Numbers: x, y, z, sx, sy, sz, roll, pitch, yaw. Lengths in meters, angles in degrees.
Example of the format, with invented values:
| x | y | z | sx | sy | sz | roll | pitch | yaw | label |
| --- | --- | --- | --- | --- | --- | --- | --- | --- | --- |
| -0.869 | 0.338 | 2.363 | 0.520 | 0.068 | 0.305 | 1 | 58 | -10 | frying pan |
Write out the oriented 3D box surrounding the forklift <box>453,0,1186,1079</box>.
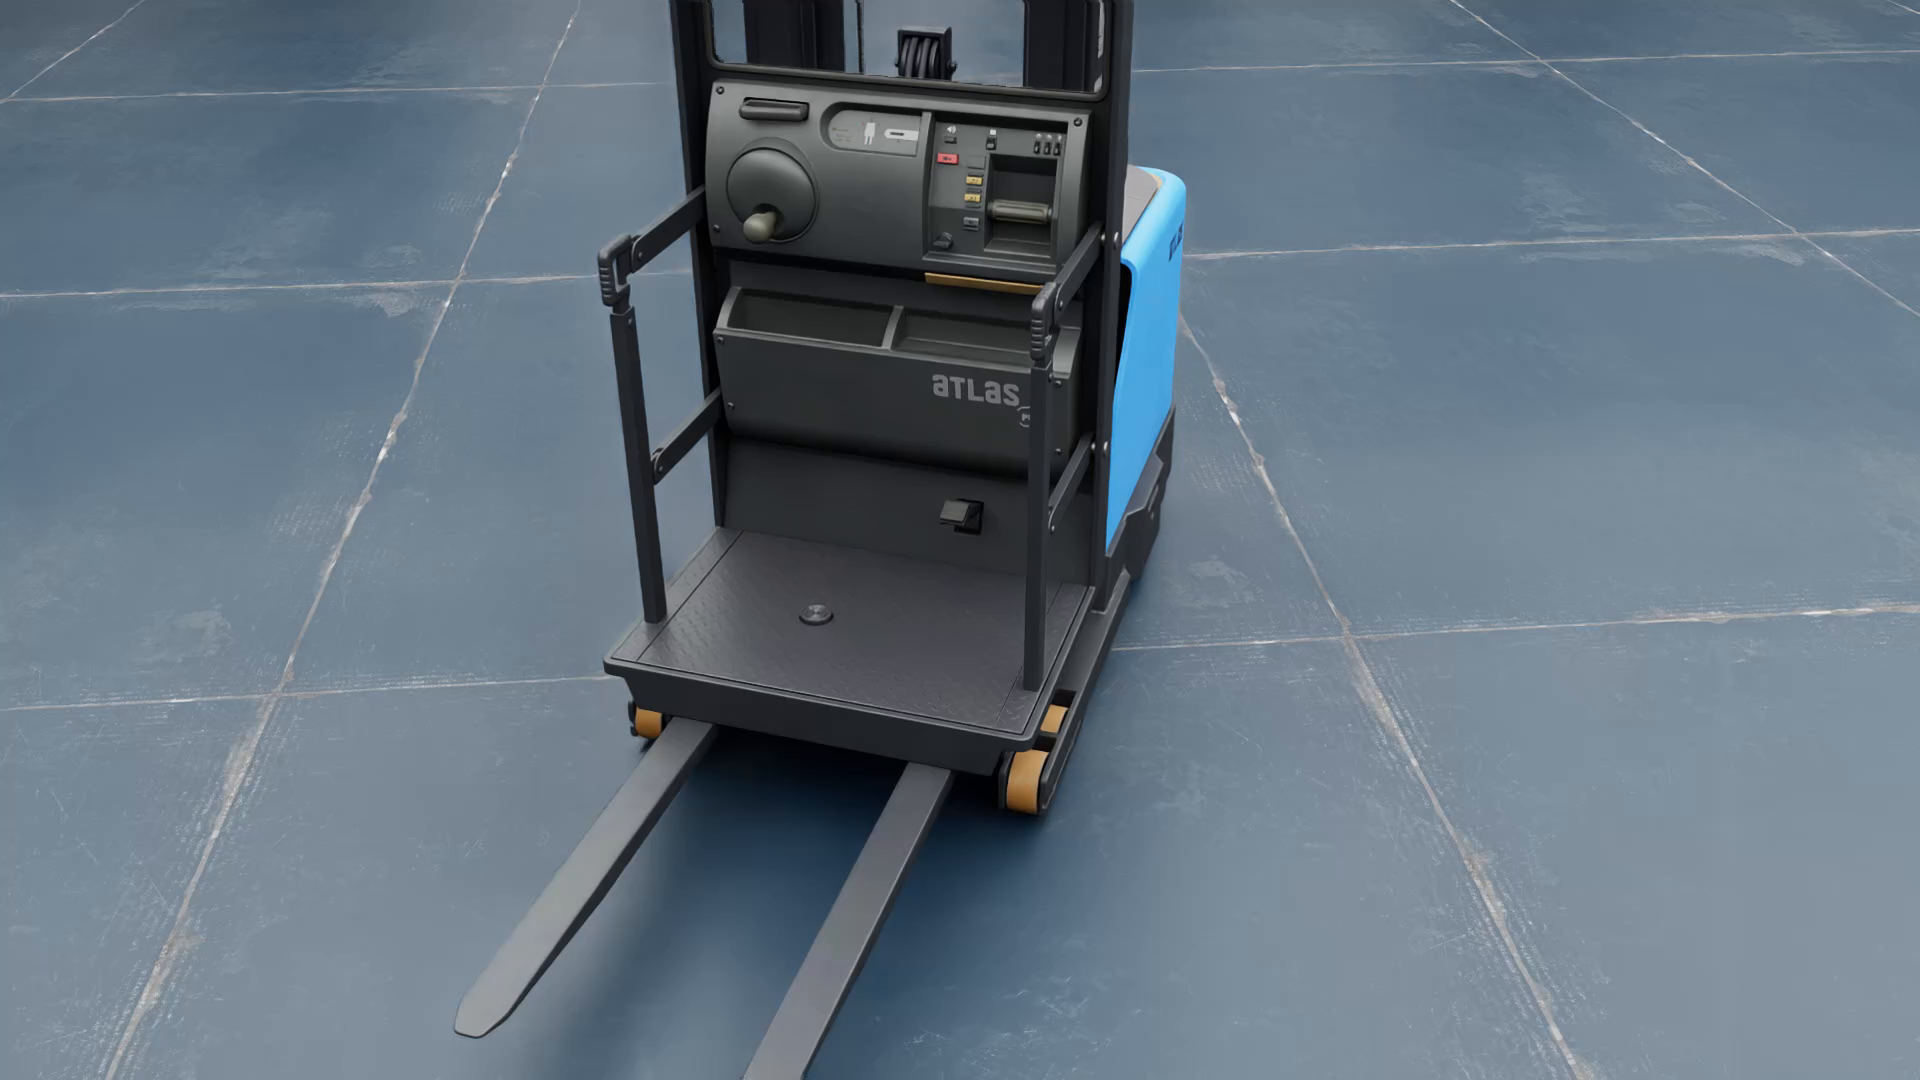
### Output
| x | y | z | sx | sy | sz | roll | pitch | yaw | label |
| --- | --- | --- | --- | --- | --- | --- | --- | --- | --- |
| -0.221 | -0.808 | 3.744 | 1.130 | 2.935 | 3.031 | 9 | 32 | 15 | forklift |
